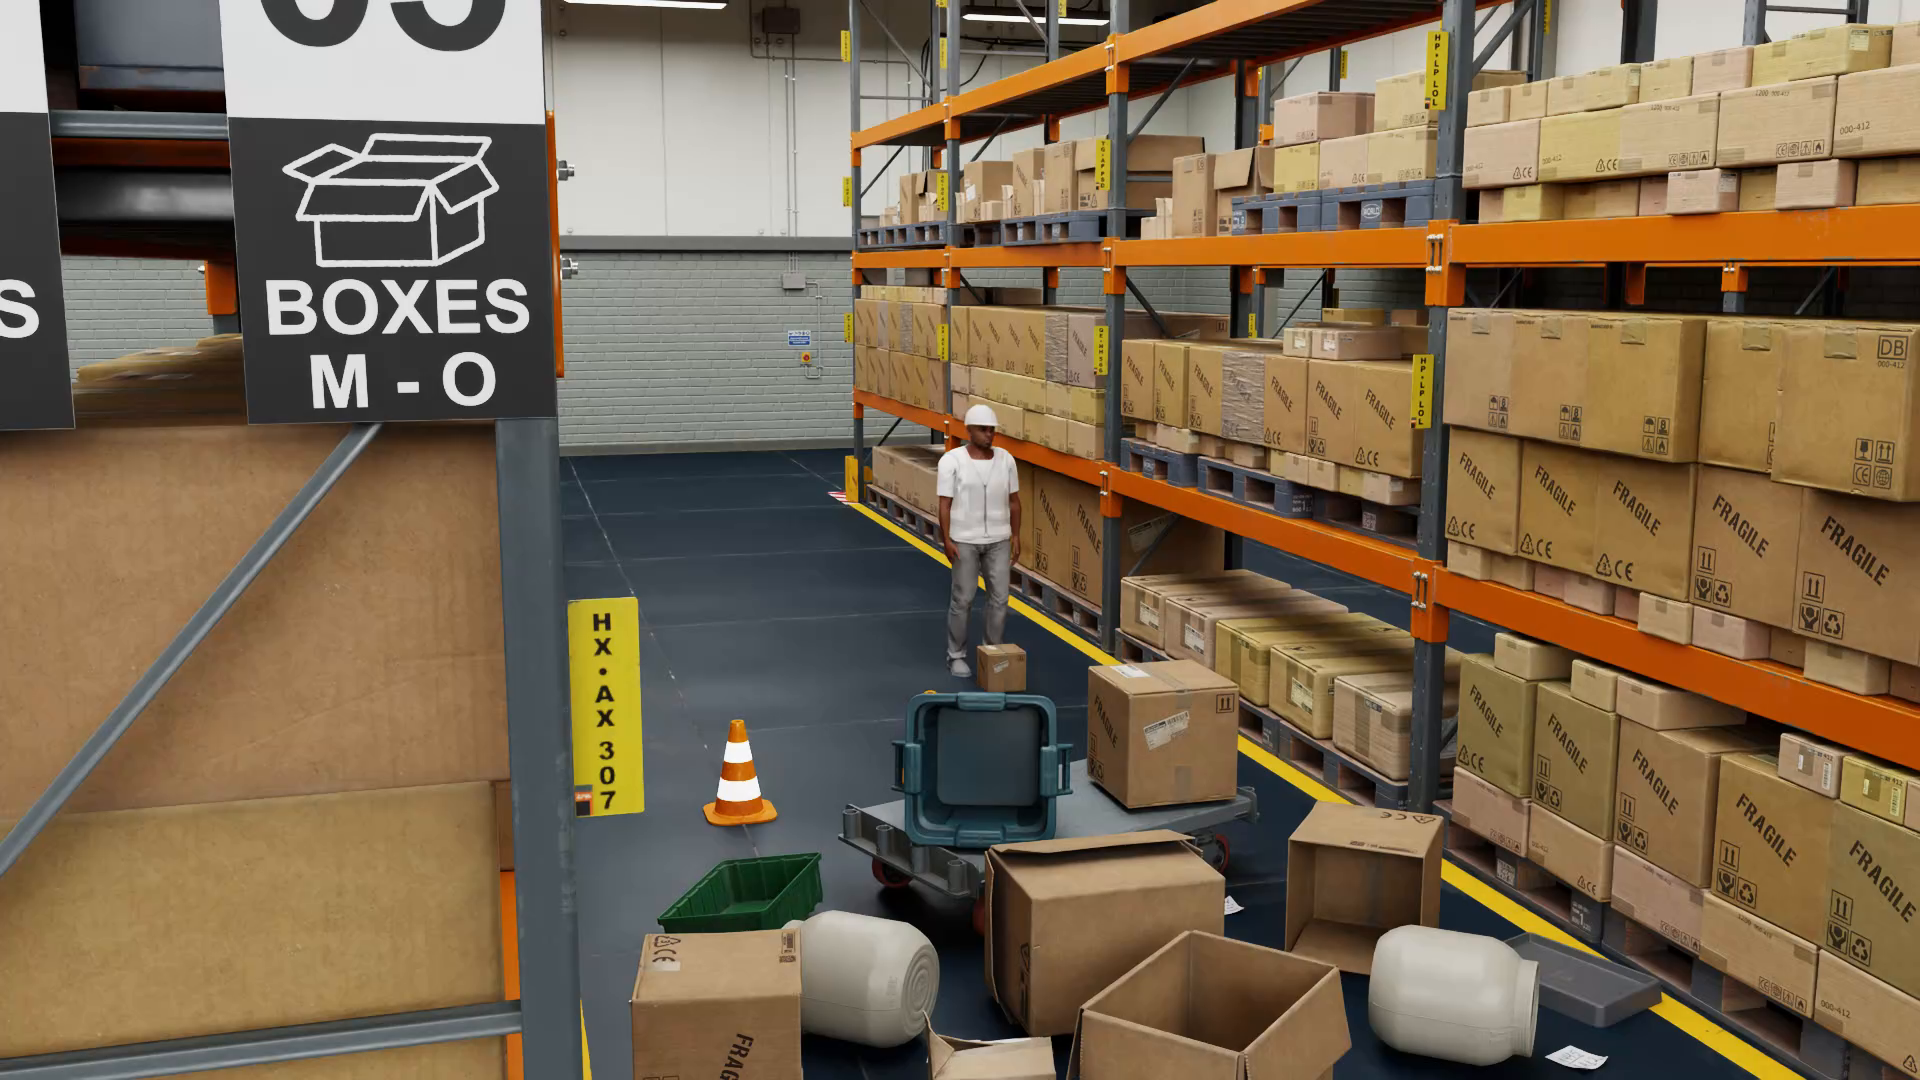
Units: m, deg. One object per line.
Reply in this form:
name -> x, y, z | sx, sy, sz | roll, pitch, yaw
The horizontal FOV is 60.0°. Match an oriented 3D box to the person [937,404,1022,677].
person -> 0.138, 0.001, 10.835 | 0.565, 1.767, 0.371 | -3, 10, -17
